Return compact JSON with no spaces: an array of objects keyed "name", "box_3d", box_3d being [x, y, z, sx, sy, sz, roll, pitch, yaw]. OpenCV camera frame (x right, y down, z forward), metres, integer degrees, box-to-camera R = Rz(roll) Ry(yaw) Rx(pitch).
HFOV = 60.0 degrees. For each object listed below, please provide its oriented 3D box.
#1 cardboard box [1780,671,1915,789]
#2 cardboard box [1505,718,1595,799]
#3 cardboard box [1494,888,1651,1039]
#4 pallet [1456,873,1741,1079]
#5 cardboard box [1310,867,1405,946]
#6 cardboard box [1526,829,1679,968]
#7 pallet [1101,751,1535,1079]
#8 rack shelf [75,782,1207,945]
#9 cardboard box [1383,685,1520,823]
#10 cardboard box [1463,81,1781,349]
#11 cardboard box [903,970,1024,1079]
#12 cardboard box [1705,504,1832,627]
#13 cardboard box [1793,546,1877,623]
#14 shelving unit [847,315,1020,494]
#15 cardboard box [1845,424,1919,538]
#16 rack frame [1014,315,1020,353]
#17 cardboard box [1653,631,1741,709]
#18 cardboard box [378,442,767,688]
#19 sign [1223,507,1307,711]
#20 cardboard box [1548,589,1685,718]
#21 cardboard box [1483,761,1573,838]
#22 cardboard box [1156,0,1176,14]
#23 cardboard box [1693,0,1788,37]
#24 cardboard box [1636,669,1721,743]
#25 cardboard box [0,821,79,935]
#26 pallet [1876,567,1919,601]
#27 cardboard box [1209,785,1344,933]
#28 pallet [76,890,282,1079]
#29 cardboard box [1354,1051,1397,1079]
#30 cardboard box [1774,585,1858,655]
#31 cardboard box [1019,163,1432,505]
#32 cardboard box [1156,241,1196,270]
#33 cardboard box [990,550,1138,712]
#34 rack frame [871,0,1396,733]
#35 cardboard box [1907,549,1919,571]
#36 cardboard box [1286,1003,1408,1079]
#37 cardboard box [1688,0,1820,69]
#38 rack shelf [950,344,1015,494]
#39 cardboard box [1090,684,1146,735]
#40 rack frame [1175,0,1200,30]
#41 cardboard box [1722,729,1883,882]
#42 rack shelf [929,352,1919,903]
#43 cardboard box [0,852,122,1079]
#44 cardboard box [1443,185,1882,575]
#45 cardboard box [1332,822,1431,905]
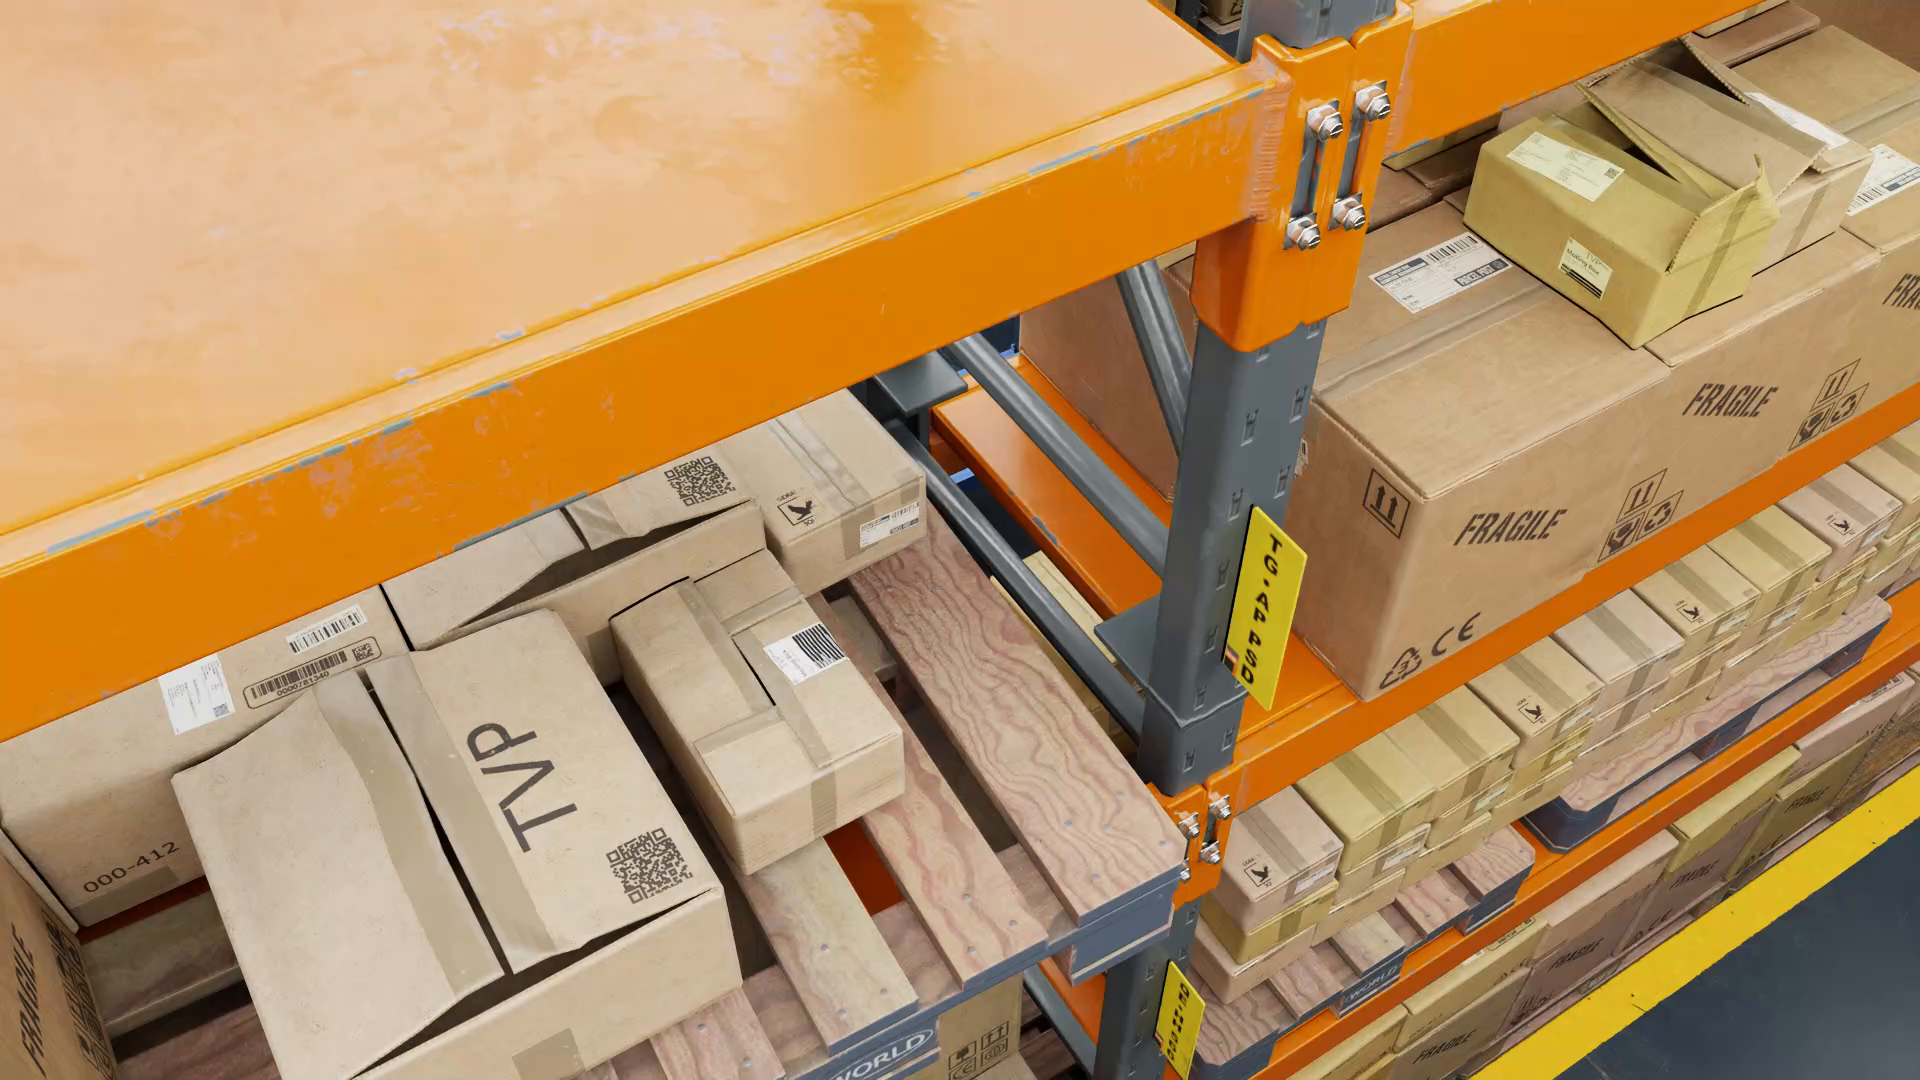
[{"name":"cardboard box","box_3d":[2.556,0.440,5.185,0.500,0.250,0.500,-23,52,-19]},{"name":"cardboard box","box_3d":[1.291,0.399,4.019,0.250,0.149,0.380,-25,53,-21]},{"name":"cardboard box","box_3d":[1.699,1.100,5.100,0.500,0.500,0.500,-26,53,-22]},{"name":"pallet","box_3d":[1.802,1.072,5.599,1.213,0.211,1.003,-25,53,-21]},{"name":"cardboard box","box_3d":[0.823,0.725,3.928,0.250,0.149,0.380,-23,52,-19]},{"name":"cardboard box","box_3d":[1.676,0.868,4.804,0.500,0.250,0.500,-25,53,-21]},{"name":"pallet","box_3d":[0.655,0.651,4.235,1.003,0.211,1.213,-25,53,-21]},{"name":"rack shelf","box_3d":[-1.582,0.977,2.290,4.000,0.370,1.077,-25,53,-21]},{"name":"cardboard box","box_3d":[1.039,0.419,3.802,0.250,0.149,0.380,-25,53,-21]},{"name":"cardboard box","box_3d":[1.035,-0.539,2.579,0.258,0.266,0.396,-25,53,-21]},{"name":"cardboard box","box_3d":[-0.275,0.745,3.286,0.500,0.500,0.700,-25,53,-21]},{"name":"cardboard box","box_3d":[1.927,0.001,4.174,0.250,0.149,0.380,-26,53,-21]},{"name":"cardboard box","box_3d":[2.148,0.001,4.374,0.250,0.149,0.380,-25,53,-21]},{"name":"shelving unit","box_3d":[-0.072,-0.465,6.105,1.048,1.500,0.538,-25,53,-21]},{"name":"cardboard box","box_3d":[2.379,-0.216,4.368,0.250,0.149,0.380,-27,54,-22]},{"name":"rack frame","box_3d":[0.358,-0.667,6.285,0.032,1.500,0.500,-25,53,-21]},{"name":"cardboard box","box_3d":[1.714,0.204,4.193,0.250,0.149,0.380,-26,53,-21]},{"name":"cardboard box","box_3d":[-0.620,-0.053,2.437,0.500,0.311,0.500,-25,53,-21]},{"name":"sign","box_3d":[0.399,0.097,2.193,0.005,0.325,0.100,-25,53,-21]},{"name":"cardboard box","box_3d":[1.492,0.205,3.993,0.250,0.149,0.380,-23,52,-19]},{"name":"cardboard box","box_3d":[1.278,0.509,4.121,0.250,0.149,0.380,-23,52,-19]},{"name":"cardboard box","box_3d":[0.401,-2.994,8.494,0.875,0.875,1.225,-25,53,-21]},{"name":"cardboard box","box_3d":[1.390,-1.198,3.165,0.258,0.266,0.396,-25,53,-21]},{"name":"cardboard box","box_3d":[1.716,0.302,4.305,0.250,0.149,0.380,-25,53,-20]},{"name":"cardboard box","box_3d":[-1.478,0.352,2.077,0.500,0.311,0.500,-26,53,-21]},{"name":"pallet","box_3d":[2.768,-0.379,5.153,1.213,0.211,1.003,-25,53,-21]},{"name":"cardboard box","box_3d":[0.607,0.621,3.622,0.250,0.149,0.380,-25,53,-21]},{"name":"pallet","box_3d":[-1.351,0.741,2.144,1.213,0.211,1.003,-23,52,-19]},{"name":"cardboard box","box_3d":[0.844,1.509,4.735,0.500,0.500,0.500,-27,54,-22]},{"name":"cardboard box","box_3d":[2.162,0.093,4.491,0.250,0.149,0.380,-23,52,-19]},{"name":"cardboard box","box_3d":[0.457,-0.480,3.039,0.500,0.500,0.500,-25,53,-21]},{"name":"cardboard box","box_3d":[0.313,-0.672,2.697,0.258,0.266,0.396,-25,53,-21]},{"name":"cardboard box","box_3d":[0.279,0.200,3.997,0.250,0.149,0.380,-27,54,-22]},{"name":"rack frame","box_3d":[0.110,-1.057,1.610,0.127,3.000,1.000,-25,53,-21]},{"name":"cardboard box","box_3d":[2.619,-0.126,4.686,0.250,0.149,0.380,-28,54,-23]},{"name":"cardboard box","box_3d":[0.822,1.259,4.456,0.500,0.250,0.500,-27,54,-22]},{"name":"cardboard box","box_3d":[1.298,-0.884,3.399,0.500,0.500,0.500,-25,53,-21]},{"name":"rack shelf","box_3d":[-0.072,-0.345,6.239,1.000,0.185,0.538,-25,53,-21]},{"name":"cardboard box","box_3d":[0.284,0.299,4.108,0.250,0.149,0.380,-24,53,-20]},{"name":"rack frame","box_3d":[0.931,-3.828,8.096,0.127,3.000,1.000,-25,53,-21]},{"name":"cardboard box","box_3d":[2.567,0.695,5.461,0.500,0.500,0.500,-26,53,-22]},{"name":"rack shelf","box_3d":[1.801,-0.617,3.709,4.000,0.370,1.077,-25,53,-21]},{"name":"cardboard box","box_3d":[-1.211,0.604,1.725,0.500,0.500,0.500,-25,53,-21]},{"name":"cardboard box","box_3d":[1.154,-0.355,2.928,0.500,0.500,0.500,-25,53,-21]},{"name":"cardboard box","box_3d":[0.854,0.608,3.833,0.250,0.149,0.380,-23,52,-19]}]
